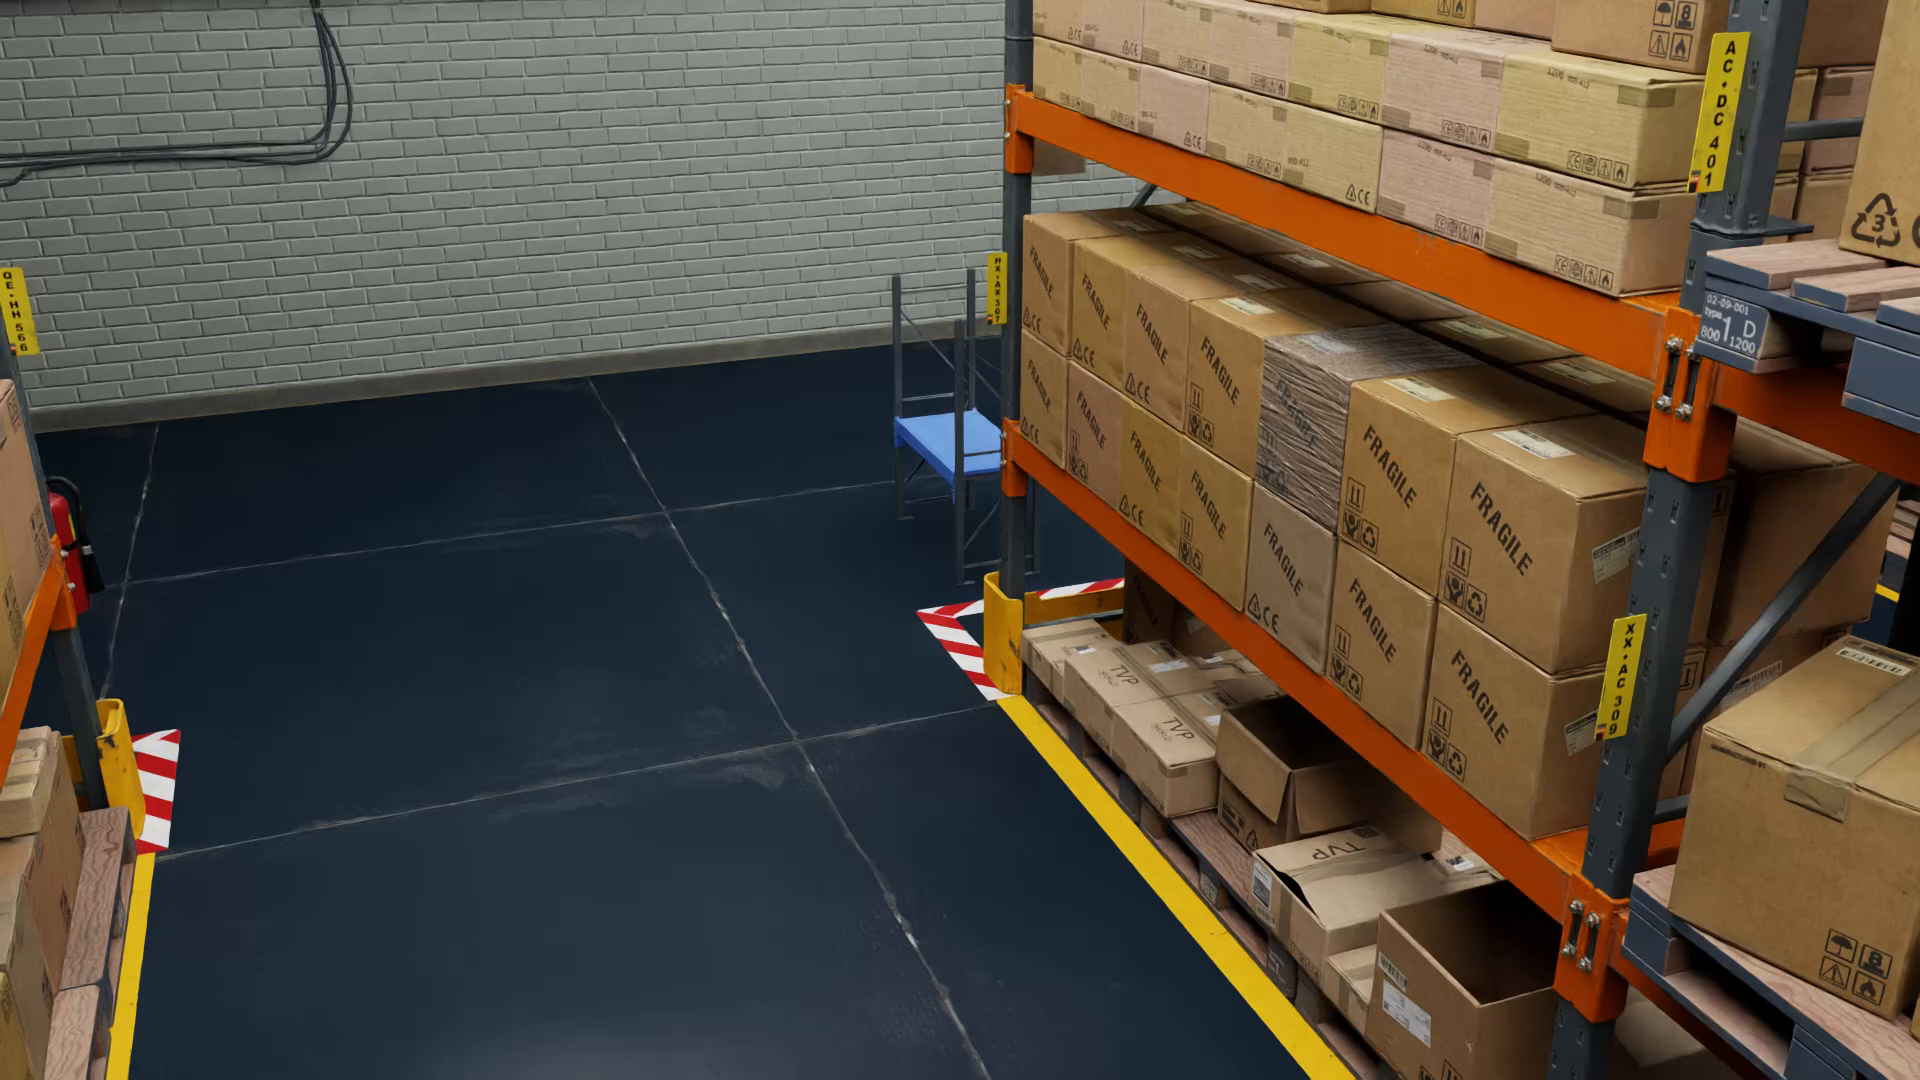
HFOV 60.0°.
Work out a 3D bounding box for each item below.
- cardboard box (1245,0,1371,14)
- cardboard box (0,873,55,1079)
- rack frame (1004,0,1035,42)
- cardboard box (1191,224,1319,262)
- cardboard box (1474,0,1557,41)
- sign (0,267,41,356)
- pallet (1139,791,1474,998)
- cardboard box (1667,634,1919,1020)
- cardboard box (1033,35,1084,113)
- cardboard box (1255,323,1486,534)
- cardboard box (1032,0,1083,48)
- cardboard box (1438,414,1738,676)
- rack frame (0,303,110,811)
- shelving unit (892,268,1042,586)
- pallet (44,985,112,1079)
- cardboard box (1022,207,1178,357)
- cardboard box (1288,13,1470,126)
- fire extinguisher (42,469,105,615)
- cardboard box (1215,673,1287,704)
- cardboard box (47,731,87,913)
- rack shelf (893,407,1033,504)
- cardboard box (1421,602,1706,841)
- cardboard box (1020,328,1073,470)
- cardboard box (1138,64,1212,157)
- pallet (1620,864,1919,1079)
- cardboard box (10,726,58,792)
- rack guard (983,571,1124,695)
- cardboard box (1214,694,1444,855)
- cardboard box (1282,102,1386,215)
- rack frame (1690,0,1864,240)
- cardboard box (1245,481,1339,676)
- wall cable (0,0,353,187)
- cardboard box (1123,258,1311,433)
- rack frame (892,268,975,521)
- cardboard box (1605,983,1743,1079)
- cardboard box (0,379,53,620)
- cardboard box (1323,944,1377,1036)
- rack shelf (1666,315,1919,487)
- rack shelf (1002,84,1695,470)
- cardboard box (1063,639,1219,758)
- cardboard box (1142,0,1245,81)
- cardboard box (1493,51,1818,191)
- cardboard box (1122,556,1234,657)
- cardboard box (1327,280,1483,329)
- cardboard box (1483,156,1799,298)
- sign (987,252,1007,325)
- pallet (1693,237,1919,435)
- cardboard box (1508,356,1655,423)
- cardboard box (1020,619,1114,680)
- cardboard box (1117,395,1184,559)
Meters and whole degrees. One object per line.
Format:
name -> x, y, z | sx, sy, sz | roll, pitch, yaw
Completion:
cardboard box -> 1.338, -1.950, 5.237 | 0.700, 0.500, 0.500 | -8, 24, -19
cardboard box -> -3.260, 1.444, 5.139 | 0.700, 0.500, 0.500 | -9, 25, -21
rack frame -> 0.677, -3.565, 6.621 | 1.000, 3.000, 0.127 | -8, 24, -19
cardboard box -> 1.271, -1.000, 6.844 | 0.500, 0.500, 0.500 | -8, 24, -18
cardboard box -> 1.839, -1.609, 4.426 | 0.700, 0.500, 0.500 | -8, 24, -19
sign -> -3.443, -0.831, 6.065 | 0.100, 0.325, 0.005 | -8, 24, -19
pallet -> 1.414, 1.245, 6.526 | 1.003, 0.211, 1.213 | -8, 24, -19
cardboard box -> 2.049, 0.616, 3.756 | 0.700, 0.500, 0.500 | -18, 29, -36
cardboard box -> 0.621, -1.892, 6.708 | 0.500, 0.250, 0.500 | -8, 24, -19
cardboard box -> 1.308, -0.371, 5.352 | 0.500, 0.500, 0.500 | -8, 24, -19
cardboard box -> 0.615, -2.121, 6.609 | 0.500, 0.250, 0.500 | -8, 24, -19
cardboard box -> 1.670, -0.002, 4.476 | 0.500, 0.500, 0.500 | -8, 24, -19
rack frame -> -3.956, -0.119, 6.171 | 1.000, 3.000, 0.127 | -8, 24, -19
shelving unit -> 0.030, -0.660, 9.385 | 0.538, 1.500, 1.048 | -8, 24, -19
pallet -> -3.173, 1.888, 4.999 | 1.003, 0.211, 1.213 | -8, 24, -19
cardboard box -> 0.587, -1.110, 7.105 | 0.500, 0.500, 0.500 | -8, 24, -17
cardboard box -> 1.317, -1.394, 4.883 | 0.500, 0.250, 0.500 | -8, 24, -19
fire extinguisher -> -3.577, -0.030, 6.539 | 0.296, 0.674, 0.183 | -8, 24, -19
cardboard box -> 1.407, 0.777, 7.018 | 0.500, 0.250, 0.500 | -8, 24, -19
cardboard box -> -3.615, 1.080, 6.004 | 0.700, 0.500, 0.500 | -8, 24, -19
rack shelf -> 0.030, -0.494, 9.455 | 0.538, 0.185, 1.000 | -8, 24, -19
cardboard box -> 1.674, 0.461, 4.666 | 0.500, 0.500, 0.500 | -8, 24, -18
cardboard box -> 0.587, -0.649, 7.299 | 0.500, 0.500, 0.500 | -8, 24, -18
cardboard box -> 0.964, -1.527, 5.842 | 0.500, 0.250, 0.500 | -8, 24, -19
pallet -> 2.271, 1.047, 3.651 | 1.003, 0.211, 1.213 | -8, 24, -19
cardboard box -> -3.399, 0.802, 5.827 | 0.380, 0.149, 0.250 | -9, 24, -20
rack guard -> 0.704, 0.379, 8.207 | 1.175, 0.500, 0.348 | -8, 24, -19
cardboard box -> 1.422, 0.919, 6.356 | 0.797, 0.503, 0.637 | -8, 24, -19
cardboard box -> 1.318, -1.164, 4.980 | 0.500, 0.250, 0.500 | -8, 24, -19
rack frame -> 2.090, -2.111, 3.173 | 1.000, 3.000, 0.127 | -8, 24, -19
cardboard box -> 1.307, 0.087, 5.552 | 0.500, 0.500, 0.500 | -8, 24, -18
wall cable -> -5.619, -3.557, 10.601 | 3.097, 2.526, 0.112 | -8, 24, -19
cardboard box -> 0.951, -0.738, 6.224 | 0.500, 0.500, 0.500 | -8, 24, -18
rack frame -> -0.149, -0.845, 9.823 | 0.500, 1.500, 0.032 | -8, 24, -19
cardboard box -> 2.145, 1.507, 5.207 | 0.500, 0.311, 0.500 | -8, 24, -19
cardboard box -> -3.766, -0.074, 5.676 | 0.980, 0.700, 0.700 | -7, 24, -17
cardboard box -> 1.435, 1.468, 5.509 | 0.380, 0.149, 0.250 | -8, 24, -19
rack shelf -> 2.797, 0.329, 2.171 | 1.077, 0.370, 4.000 | -8, 24, -19
rack shelf -> 1.384, -1.124, 5.620 | 1.077, 0.370, 4.000 | -8, 24, -19
cardboard box -> 0.781, 0.682, 7.243 | 0.500, 0.250, 0.500 | -8, 24, -19
cardboard box -> 0.968, -1.758, 5.746 | 0.500, 0.250, 0.500 | -8, 24, -19
cardboard box -> 1.665, -1.030, 4.019 | 0.500, 0.250, 0.500 | -8, 24, -19
cardboard box -> 1.100, 0.313, 7.798 | 0.500, 0.500, 0.500 | -8, 24, -19
cardboard box -> 1.640, -0.625, 5.955 | 0.500, 0.500, 0.500 | -8, 24, -17
cardboard box -> 1.670, -0.800, 4.118 | 0.500, 0.250, 0.500 | -8, 24, -19
sign -> 0.170, -1.125, 7.442 | 0.100, 0.325, 0.005 | -8, 24, -19
pallet -> 2.255, -0.396, 3.207 | 1.213, 0.211, 1.003 | -8, 24, -19
cardboard box -> 2.004, -0.251, 5.067 | 0.500, 0.500, 0.500 | -9, 25, -21
cardboard box -> 0.504, 0.510, 7.782 | 0.380, 0.149, 0.250 | -8, 24, -19
cardboard box -> 0.949, -0.279, 6.422 | 0.500, 0.500, 0.500 | -8, 24, -19
